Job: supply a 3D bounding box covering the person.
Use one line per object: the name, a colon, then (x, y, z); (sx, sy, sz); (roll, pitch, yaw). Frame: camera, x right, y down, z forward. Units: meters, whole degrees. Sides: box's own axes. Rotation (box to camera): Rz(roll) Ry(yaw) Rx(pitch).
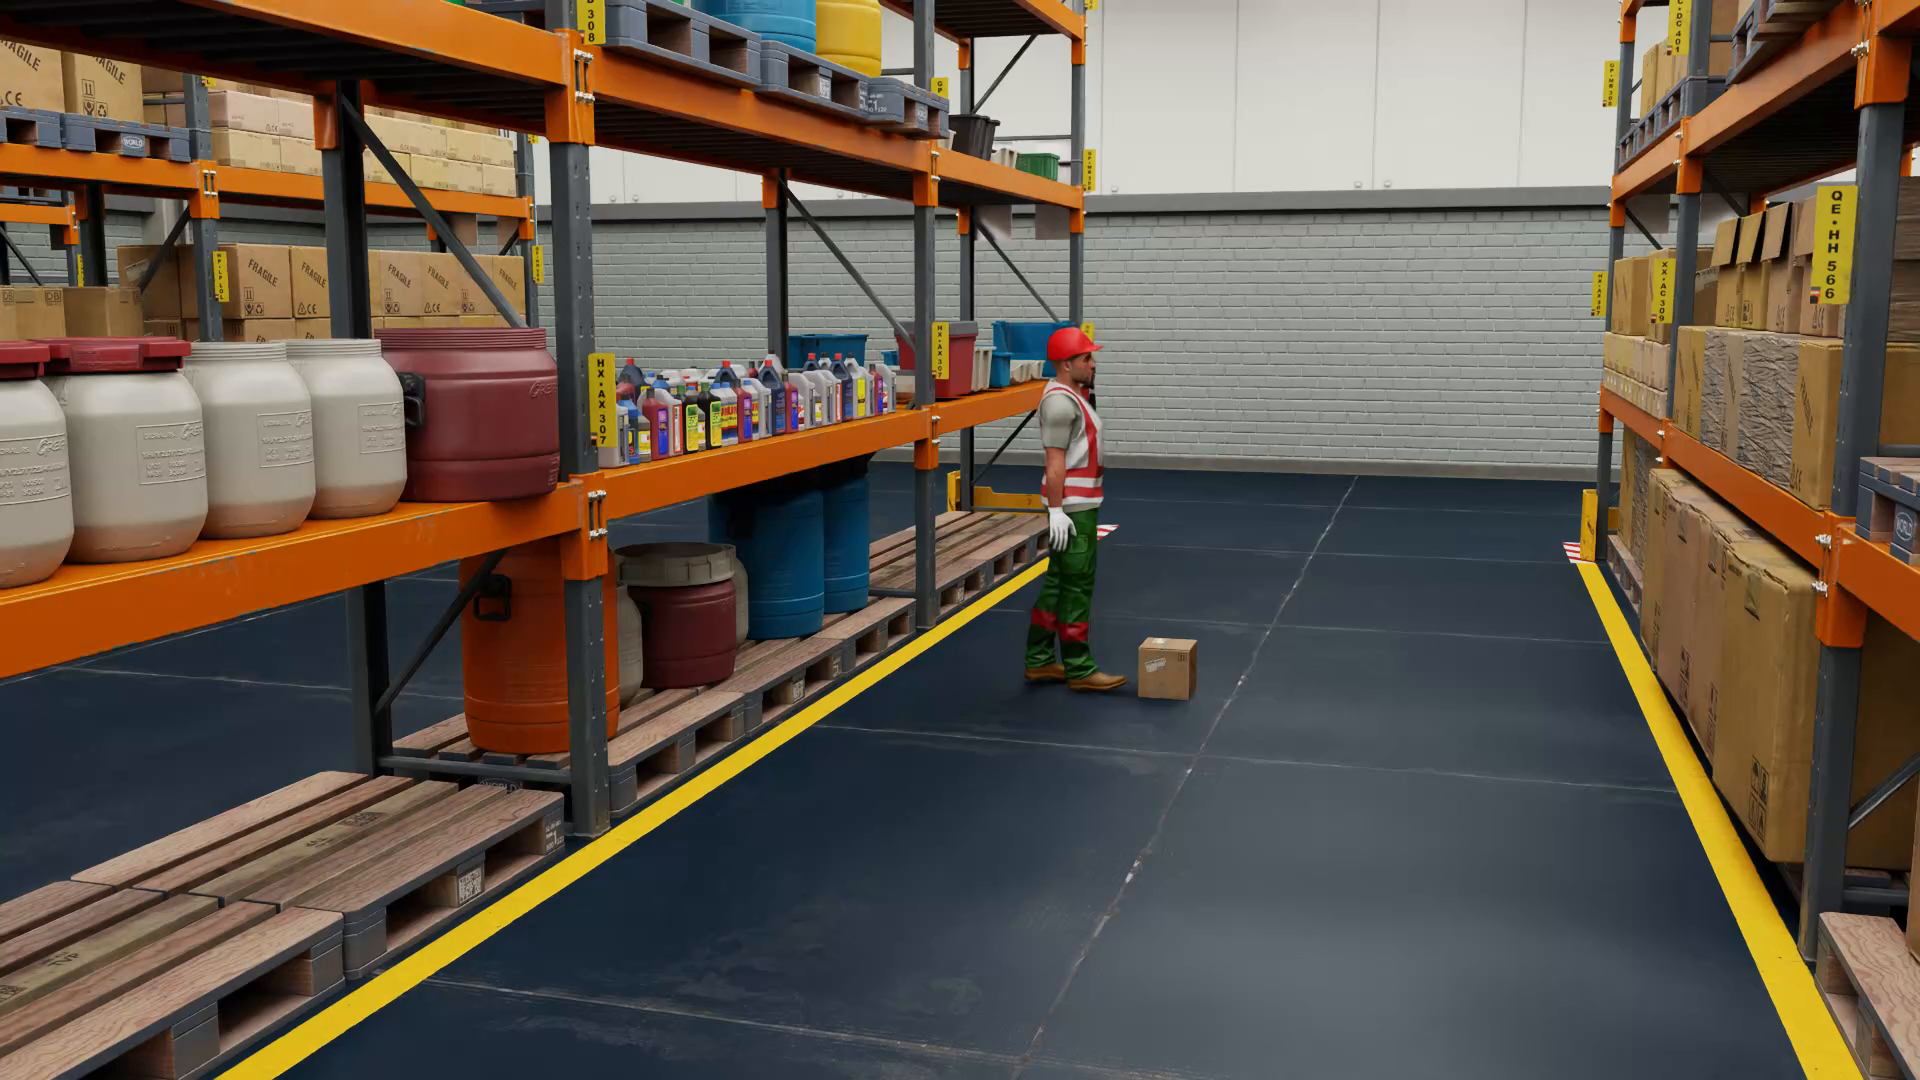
person: (0.580, -0.149, 8.251); (0.516, 1.796, 0.585); (1, 8, 5)
